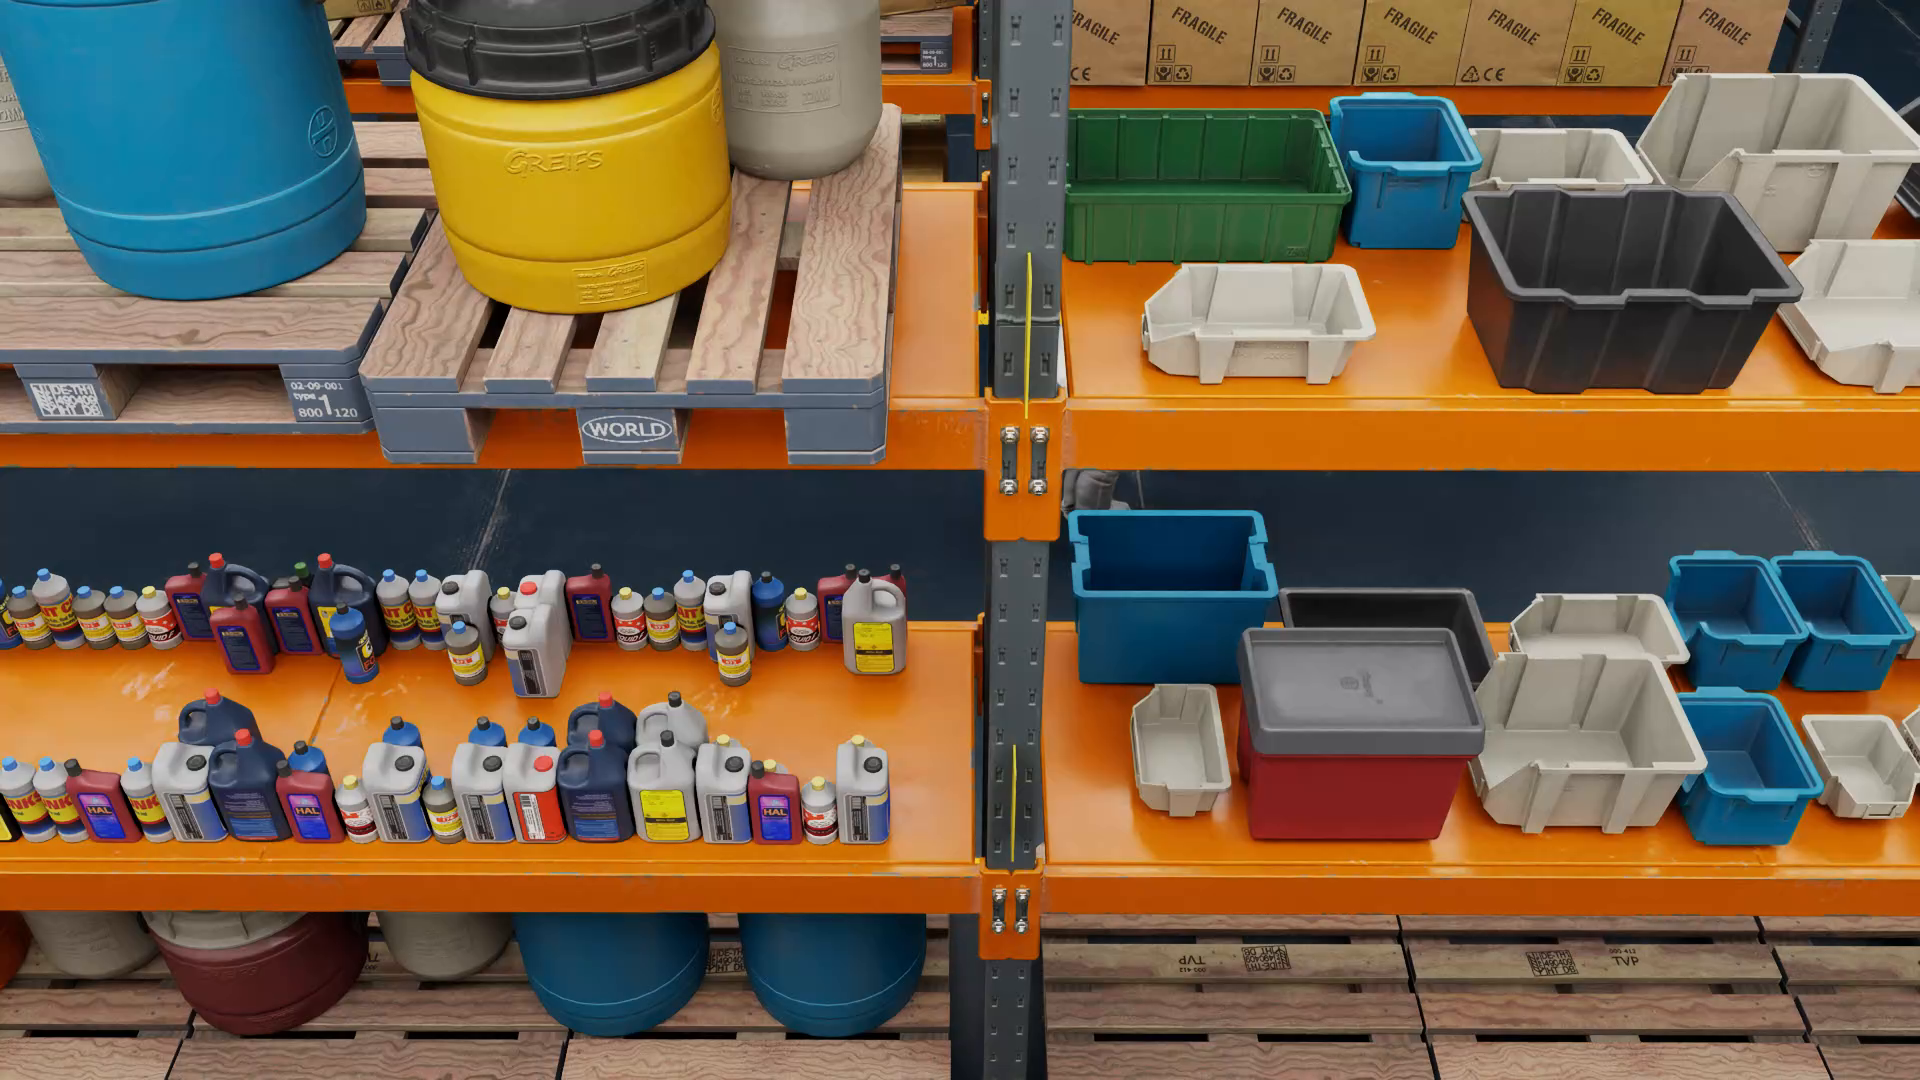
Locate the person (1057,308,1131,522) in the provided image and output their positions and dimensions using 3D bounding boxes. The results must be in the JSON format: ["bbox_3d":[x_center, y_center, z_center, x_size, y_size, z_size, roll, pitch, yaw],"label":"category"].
[{"bbox_3d":[0.666,-0.716,7.016,0.586,1.758,0.503,1,39,1],"label":"person"}]
